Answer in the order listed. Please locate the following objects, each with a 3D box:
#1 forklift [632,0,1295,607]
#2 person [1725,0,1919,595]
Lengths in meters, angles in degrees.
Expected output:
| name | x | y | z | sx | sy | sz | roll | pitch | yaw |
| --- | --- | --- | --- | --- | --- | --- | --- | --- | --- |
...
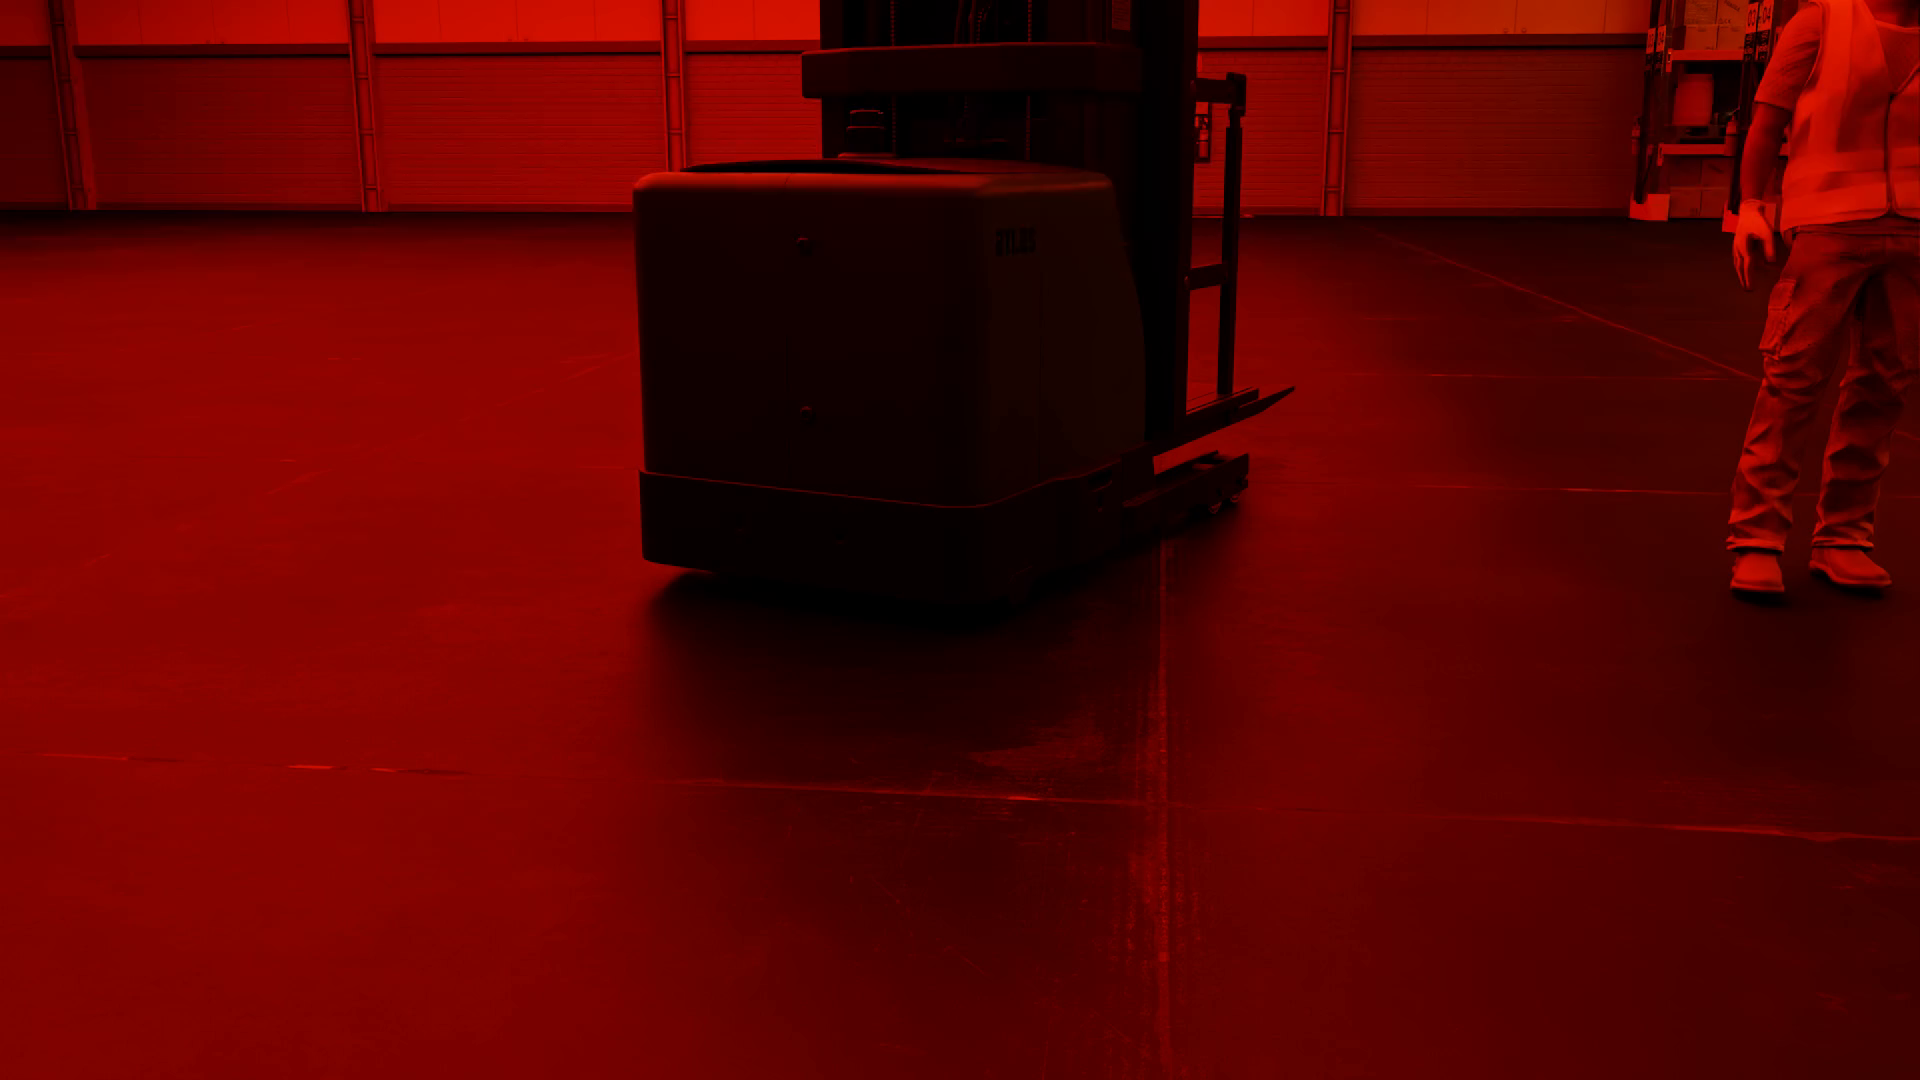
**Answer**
| name | x | y | z | sx | sy | sz | roll | pitch | yaw |
| --- | --- | --- | --- | --- | --- | --- | --- | --- | --- |
| forklift | 0.299 | -1.552 | 5.146 | 1.130 | 2.935 | 3.031 | 7 | 15 | 28 |
| person | 2.342 | -0.759 | 4.251 | 0.661 | 1.784 | 0.578 | 2 | 13 | 10 |
